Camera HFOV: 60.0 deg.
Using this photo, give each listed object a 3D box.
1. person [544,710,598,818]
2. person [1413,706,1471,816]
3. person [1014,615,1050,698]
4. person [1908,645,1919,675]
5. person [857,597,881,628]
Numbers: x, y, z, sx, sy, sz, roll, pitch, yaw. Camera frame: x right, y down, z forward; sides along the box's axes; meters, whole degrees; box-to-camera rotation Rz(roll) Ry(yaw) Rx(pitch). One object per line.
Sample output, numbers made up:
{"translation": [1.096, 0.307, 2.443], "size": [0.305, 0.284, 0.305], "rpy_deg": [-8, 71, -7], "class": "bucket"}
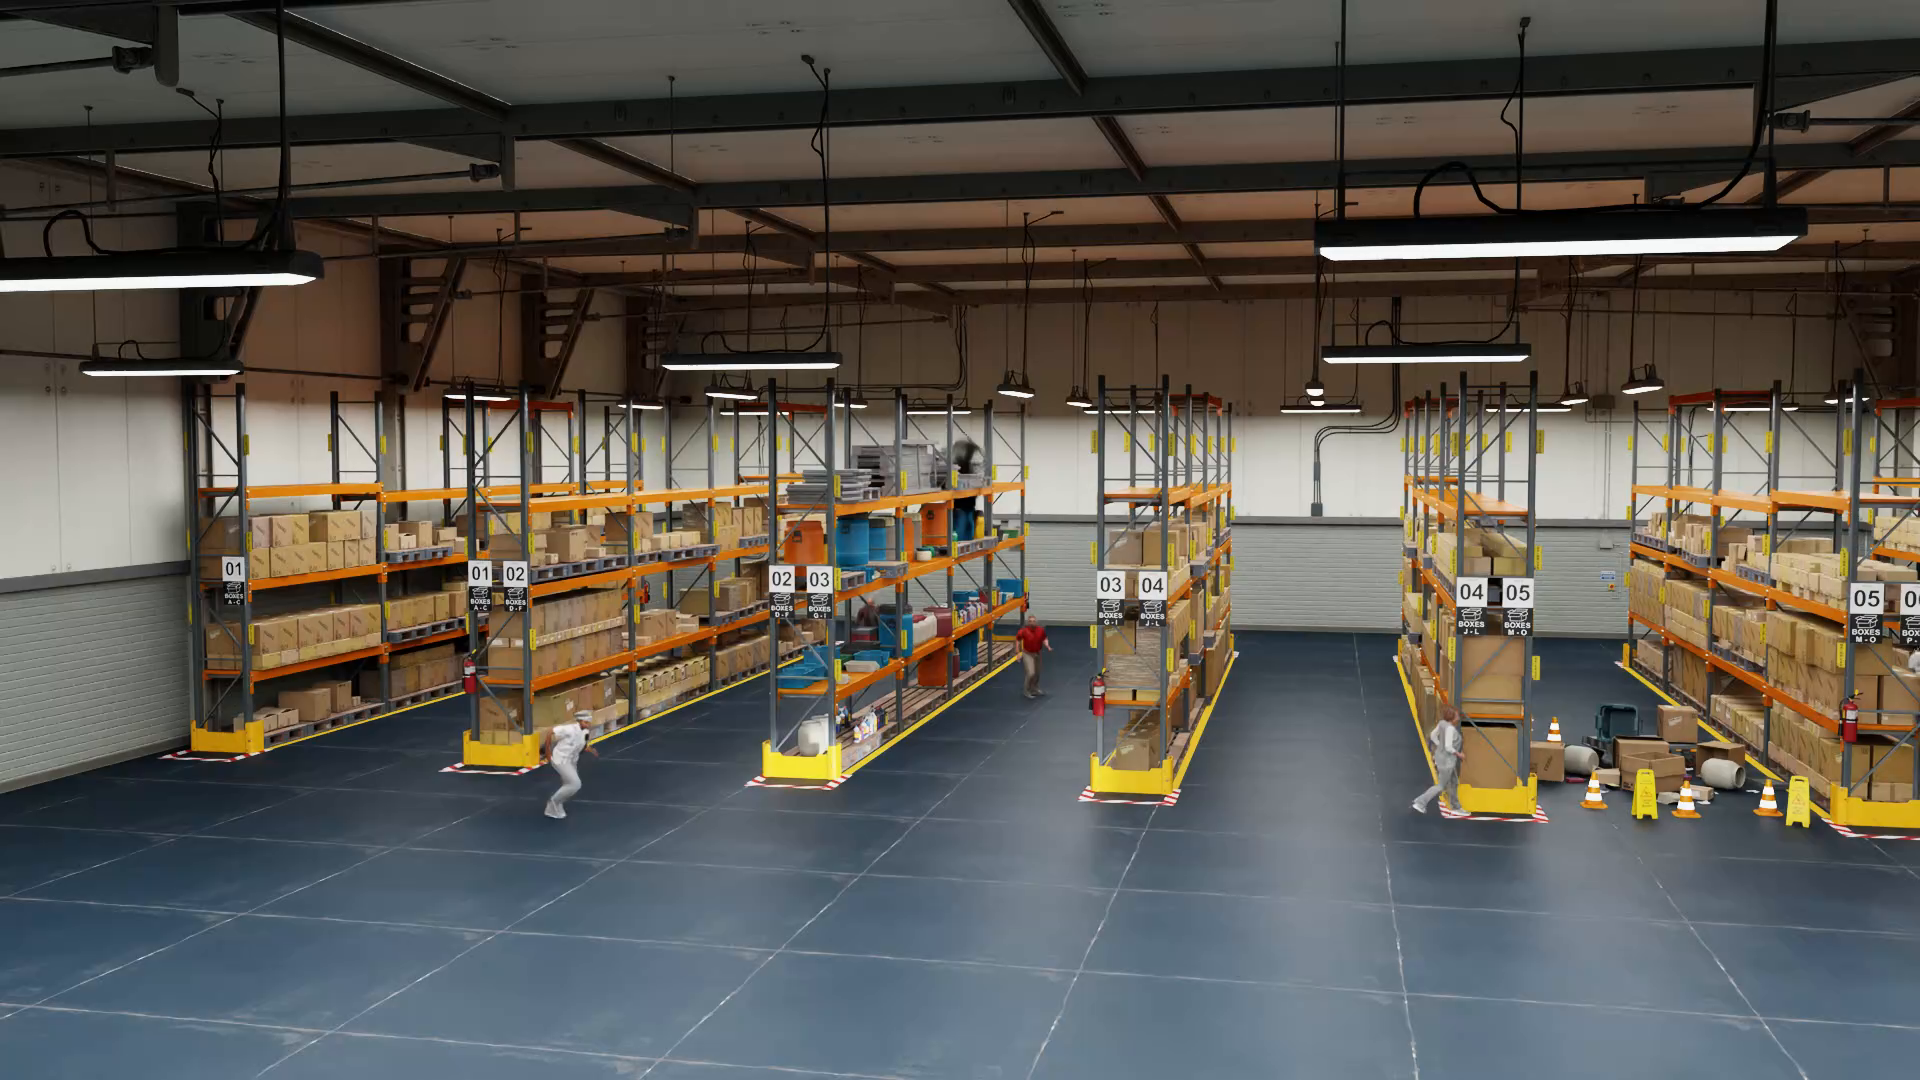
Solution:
{"translation": [-5.206, 2.992, 22.097], "size": [0.855, 1.488, 0.604], "rpy_deg": [2, 4, 25], "class": "person"}
{"translation": [6.446, 2.961, 22.084], "size": [0.799, 1.529, 0.657], "rpy_deg": [0, 3, 7], "class": "person"}
{"translation": [1.470, 2.327, 32.977], "size": [0.693, 1.701, 0.840], "rpy_deg": [-2, 4, -31], "class": "person"}
{"translation": [16.514, 2.490, 28.527], "size": [0.656, 1.750, 0.905], "rpy_deg": [0, 3, 3], "class": "person"}
{"translation": [-1.945, 2.062, 37.146], "size": [0.742, 1.631, 0.895], "rpy_deg": [-1, 3, -11], "class": "person"}
